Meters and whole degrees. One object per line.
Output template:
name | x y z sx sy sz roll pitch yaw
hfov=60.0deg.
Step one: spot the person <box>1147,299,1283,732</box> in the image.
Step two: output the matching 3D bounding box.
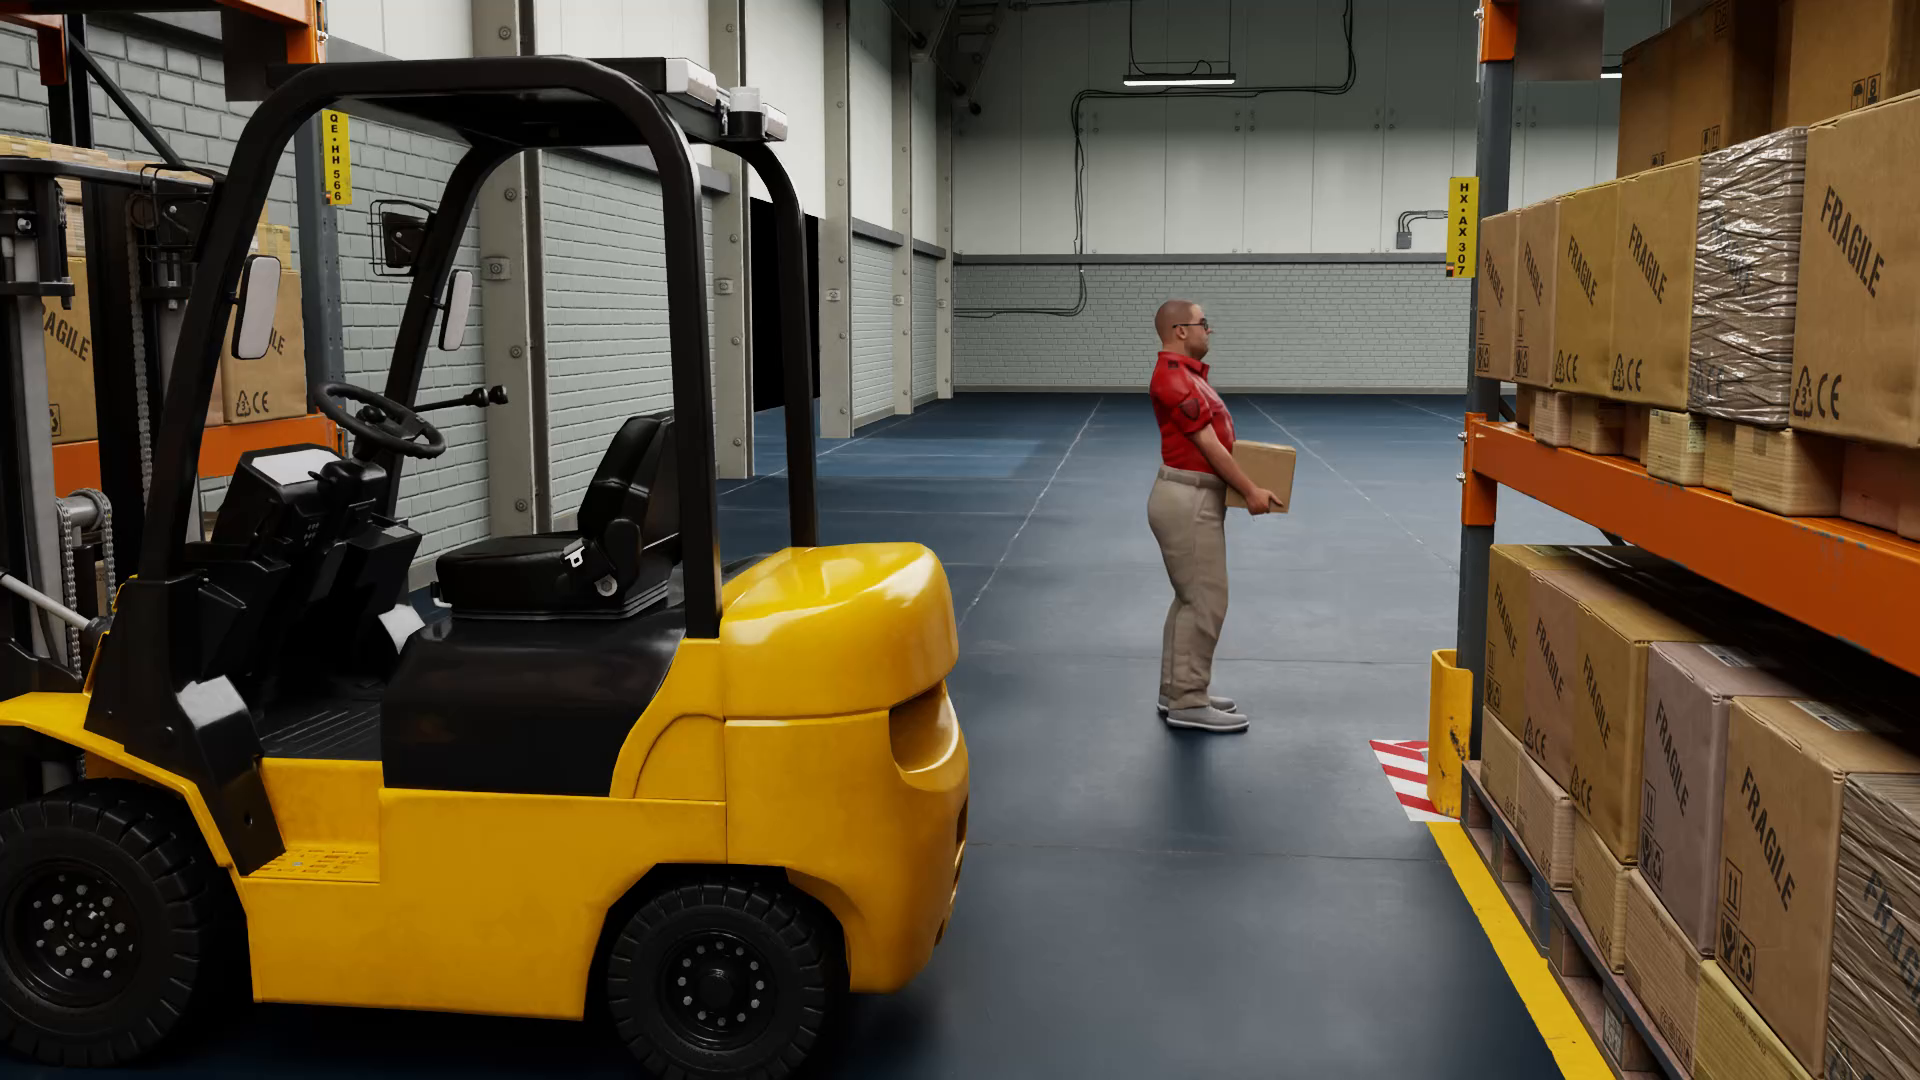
person | 1.026 -0.108 6.724 0.530 1.717 0.494 1 8 7
